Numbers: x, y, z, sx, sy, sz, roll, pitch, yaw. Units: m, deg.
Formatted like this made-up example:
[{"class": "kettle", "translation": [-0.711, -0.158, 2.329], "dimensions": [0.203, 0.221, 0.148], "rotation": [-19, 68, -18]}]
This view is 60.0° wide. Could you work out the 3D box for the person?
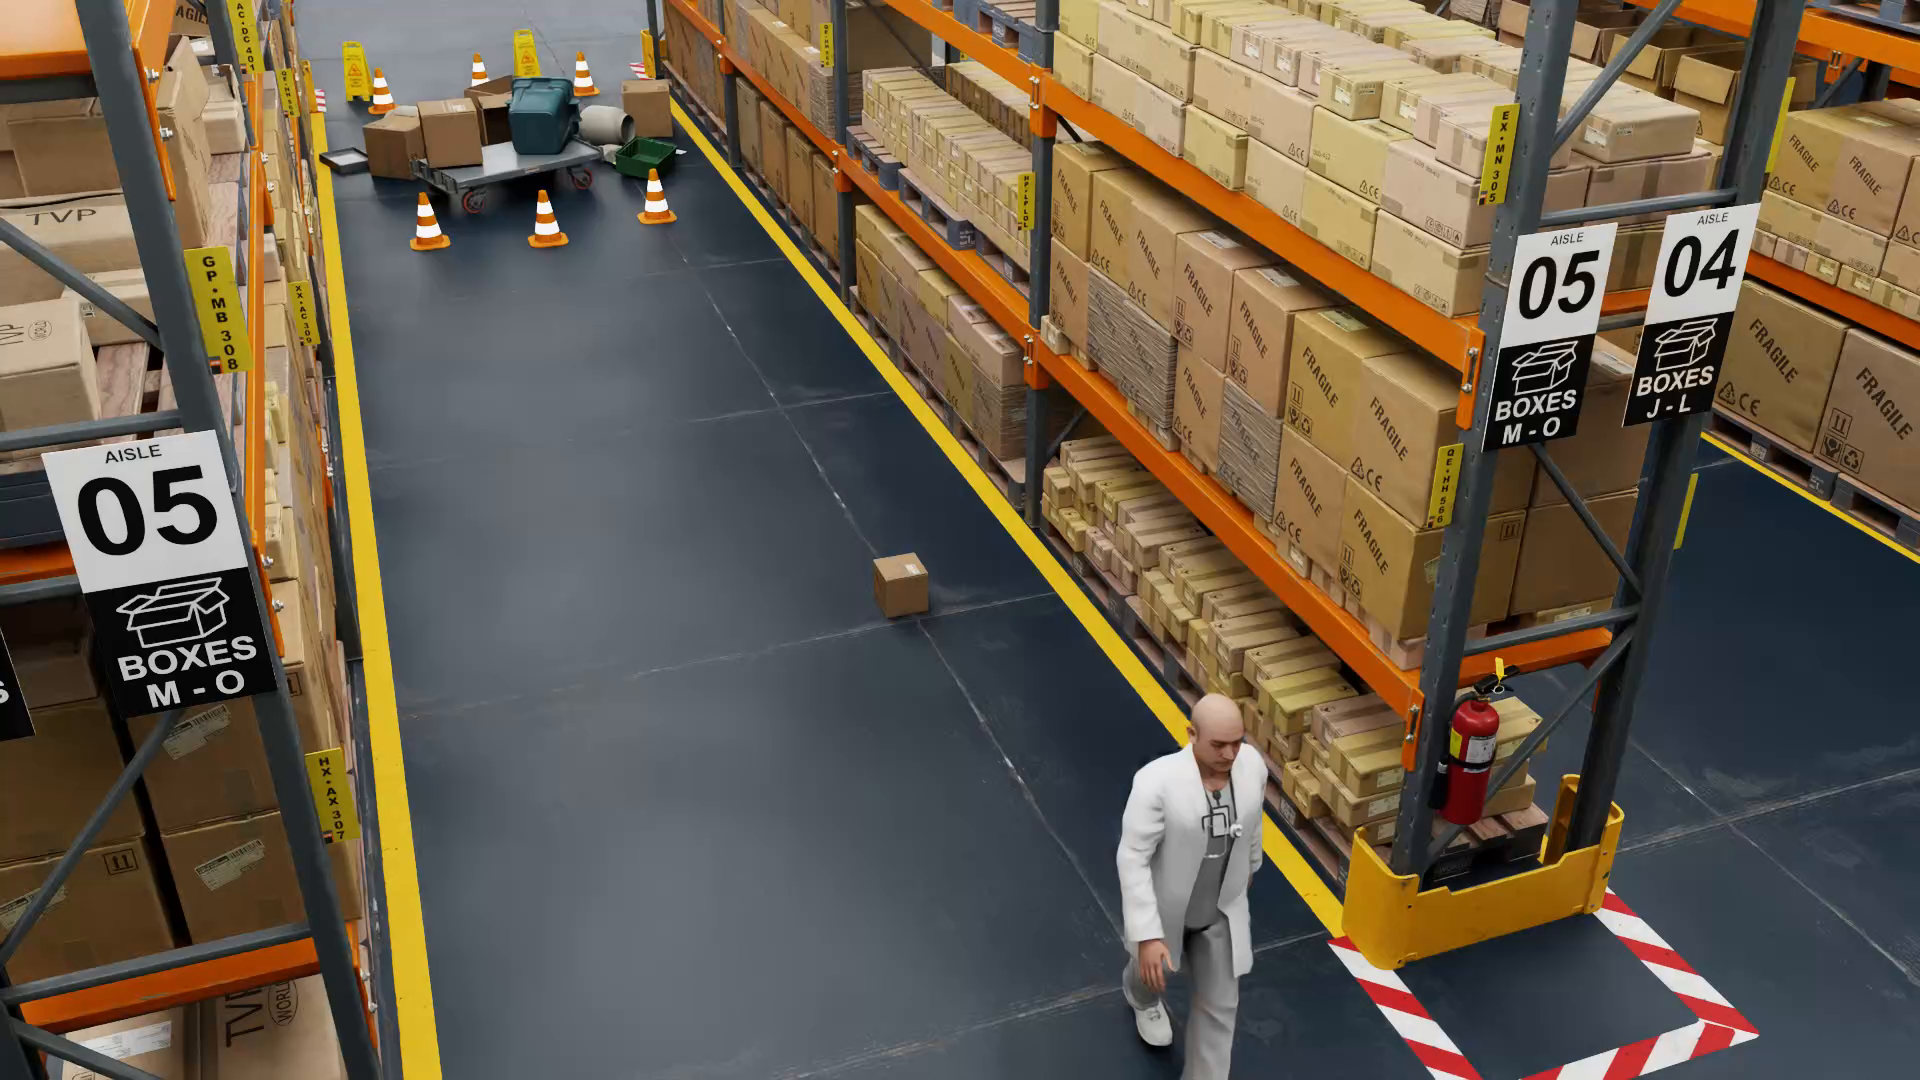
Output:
[{"class": "person", "translation": [0.860, 1.335, 5.973], "dimensions": [0.650, 1.724, 1.052], "rotation": [-6, 30, -10]}]
